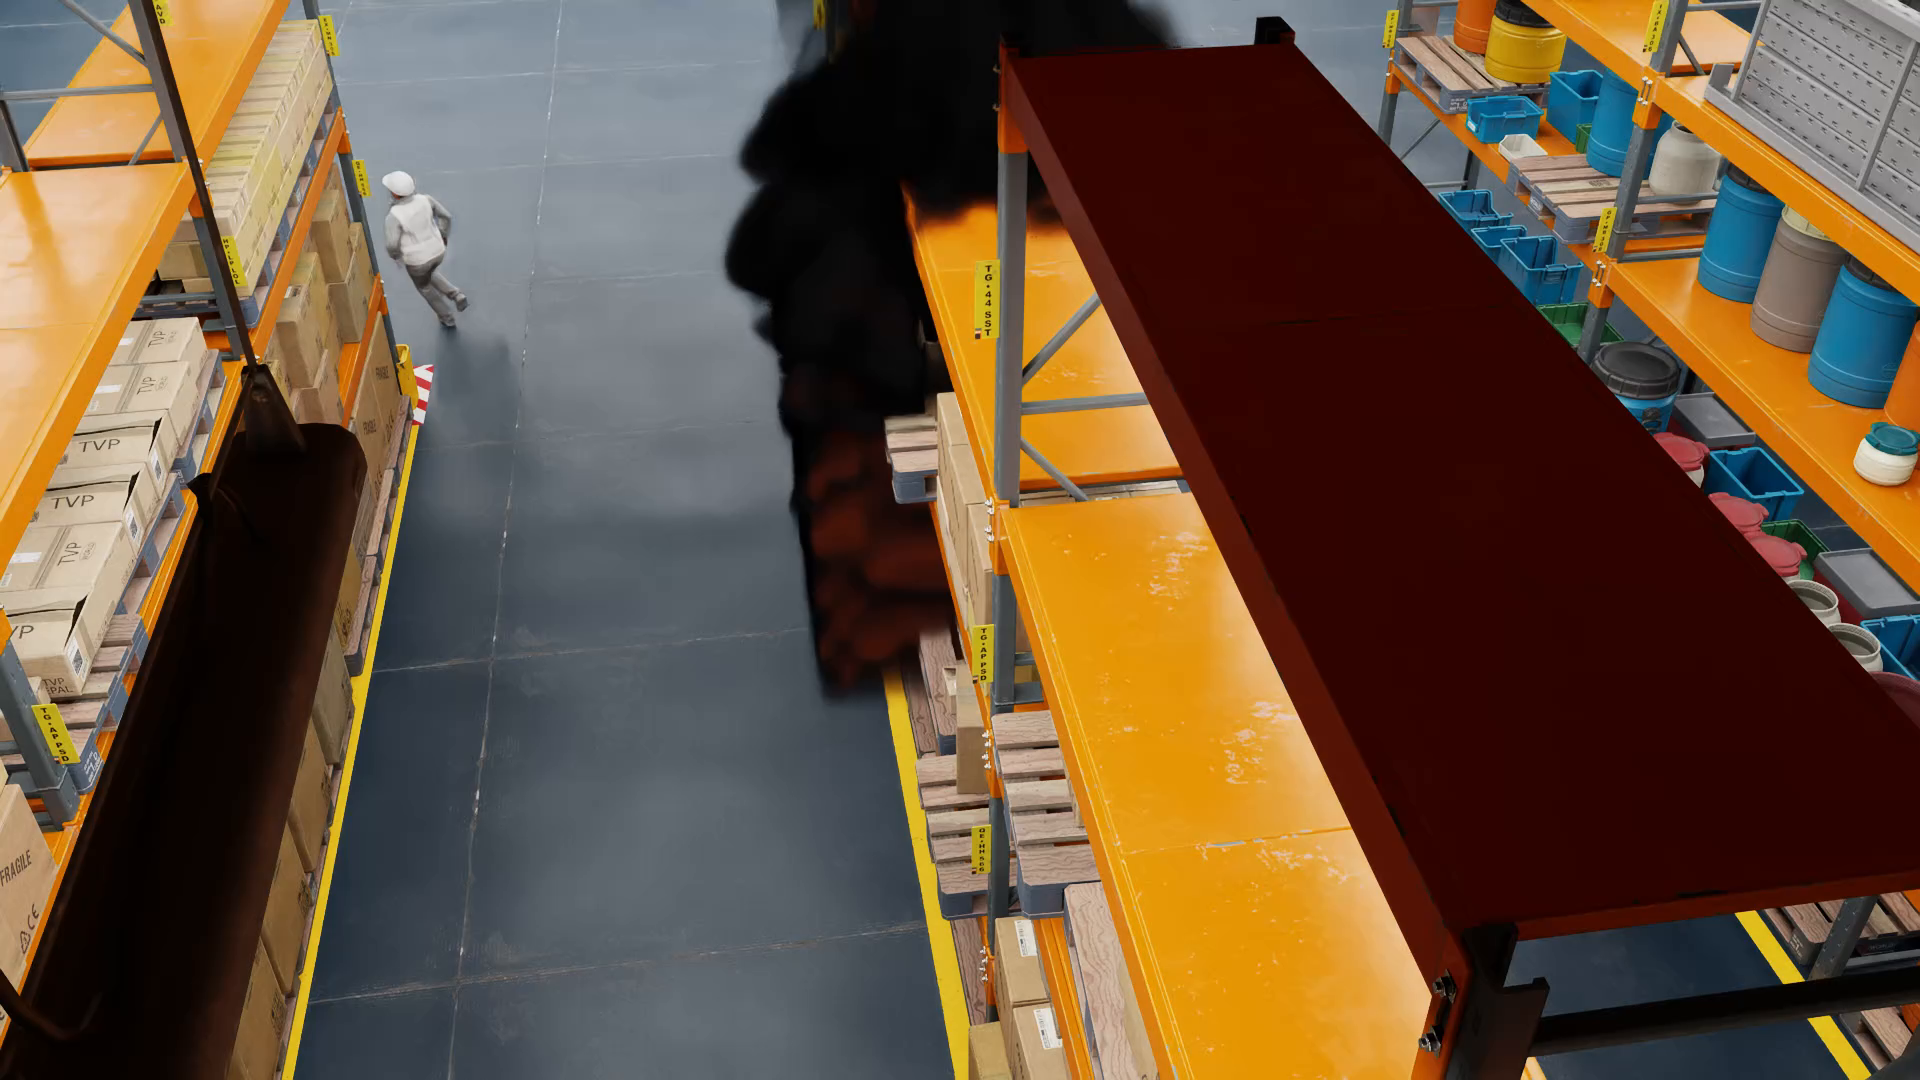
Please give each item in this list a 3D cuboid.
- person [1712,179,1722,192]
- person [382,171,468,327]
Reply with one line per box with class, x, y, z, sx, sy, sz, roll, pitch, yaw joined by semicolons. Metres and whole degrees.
person;8.086;-4.291;17.884;0.778;1.698;0.658;15;39;19
person;-5.141;-2.729;15.738;0.533;1.699;0.683;24;43;29
